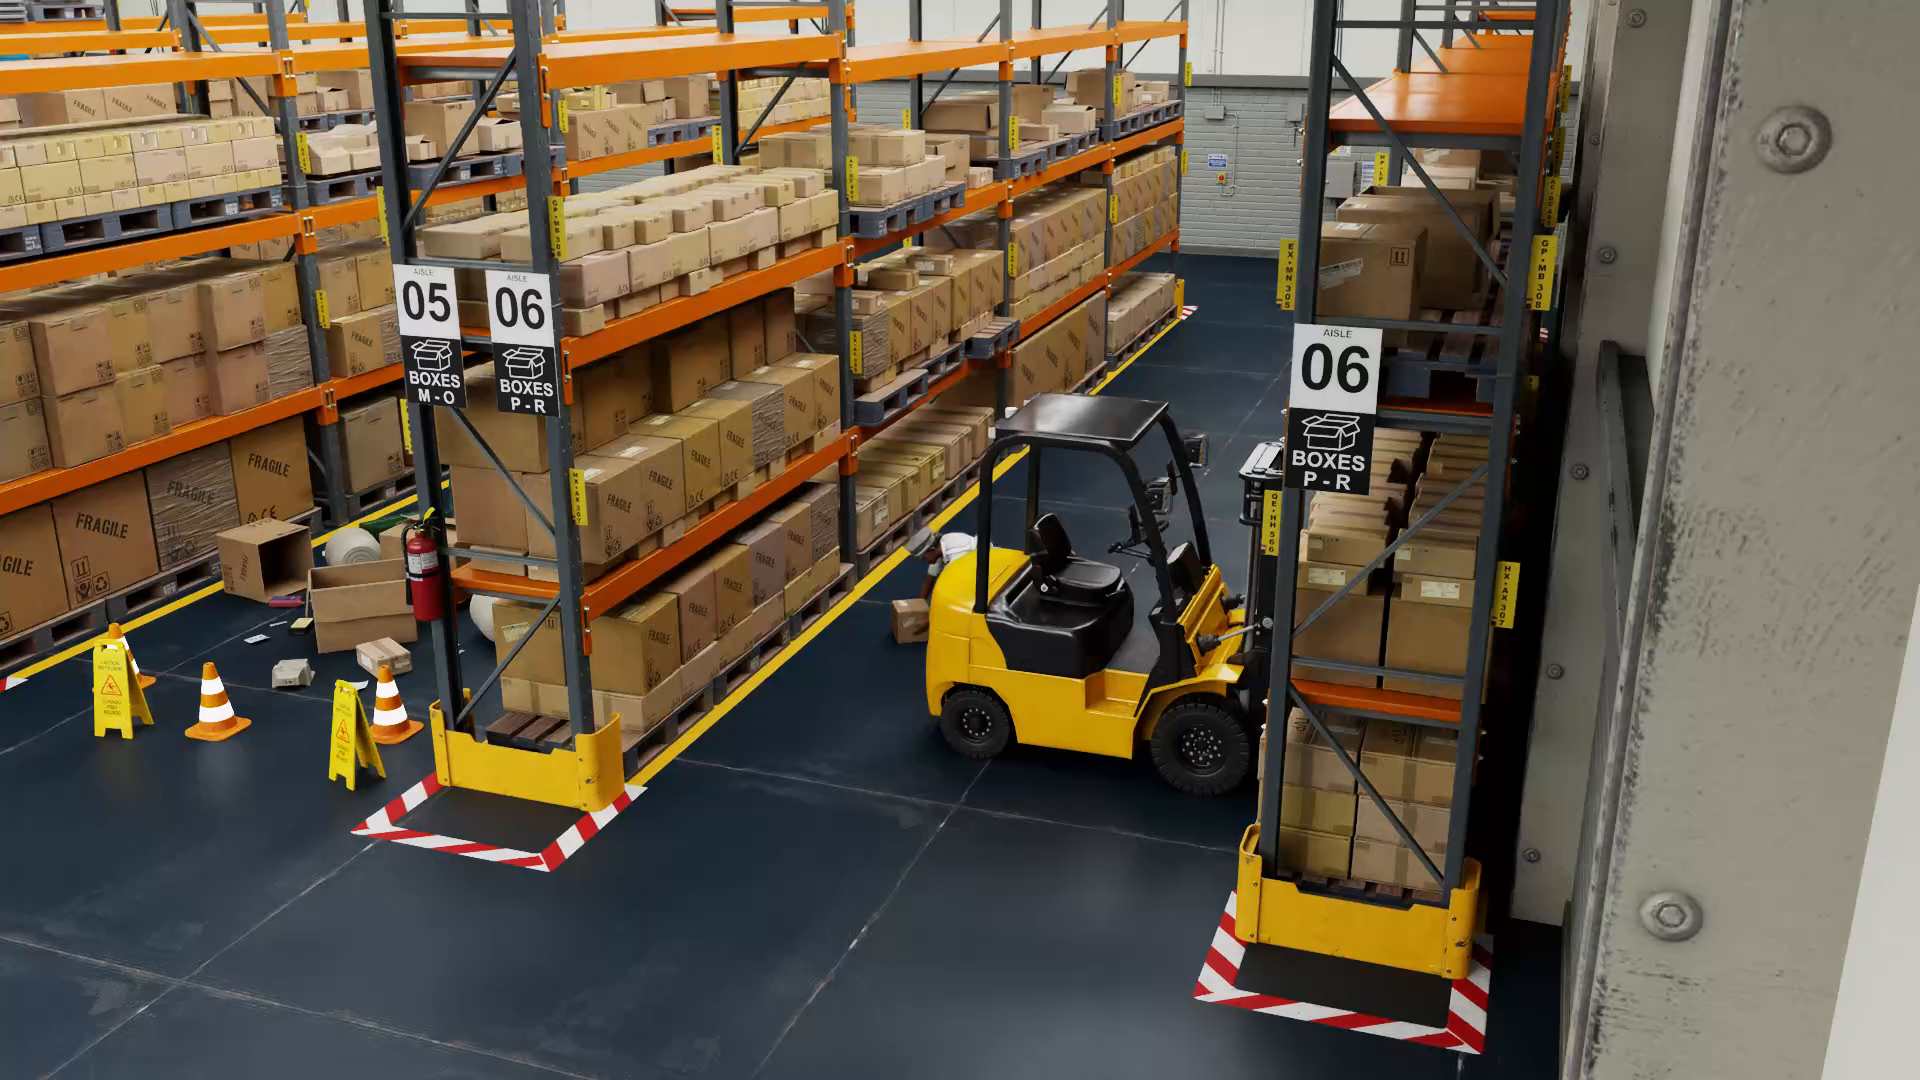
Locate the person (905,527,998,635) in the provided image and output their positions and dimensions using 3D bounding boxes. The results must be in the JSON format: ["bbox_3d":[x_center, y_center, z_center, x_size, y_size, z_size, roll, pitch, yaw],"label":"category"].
[{"bbox_3d":[0.007,0.294,12.426,0.870,0.881,0.478,-4,19,-13],"label":"person"}]
